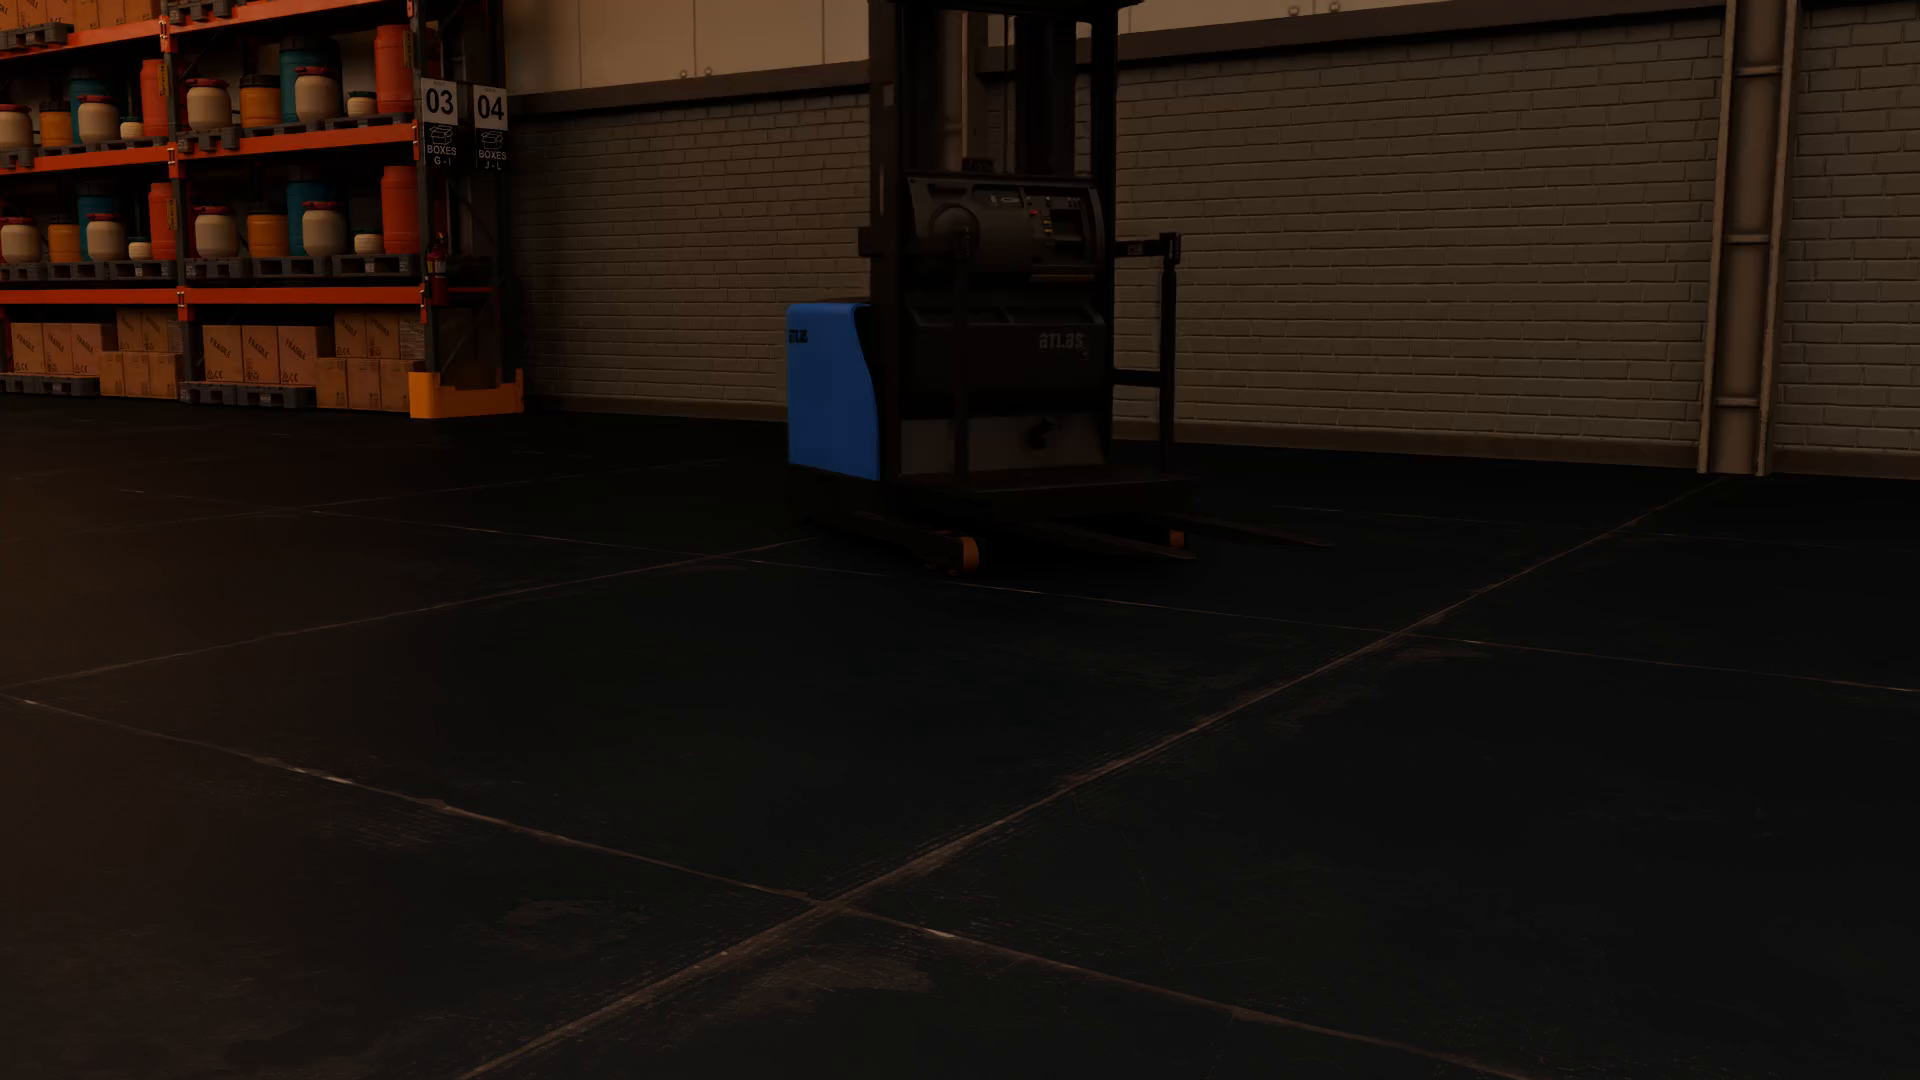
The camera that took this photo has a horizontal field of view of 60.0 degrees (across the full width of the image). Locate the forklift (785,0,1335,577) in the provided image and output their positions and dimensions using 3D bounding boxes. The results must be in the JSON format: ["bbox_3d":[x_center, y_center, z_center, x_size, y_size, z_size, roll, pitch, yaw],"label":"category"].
[{"bbox_3d":[0.308,-1.376,6.871,1.130,2.935,3.031,-4,9,-29],"label":"forklift"}]
